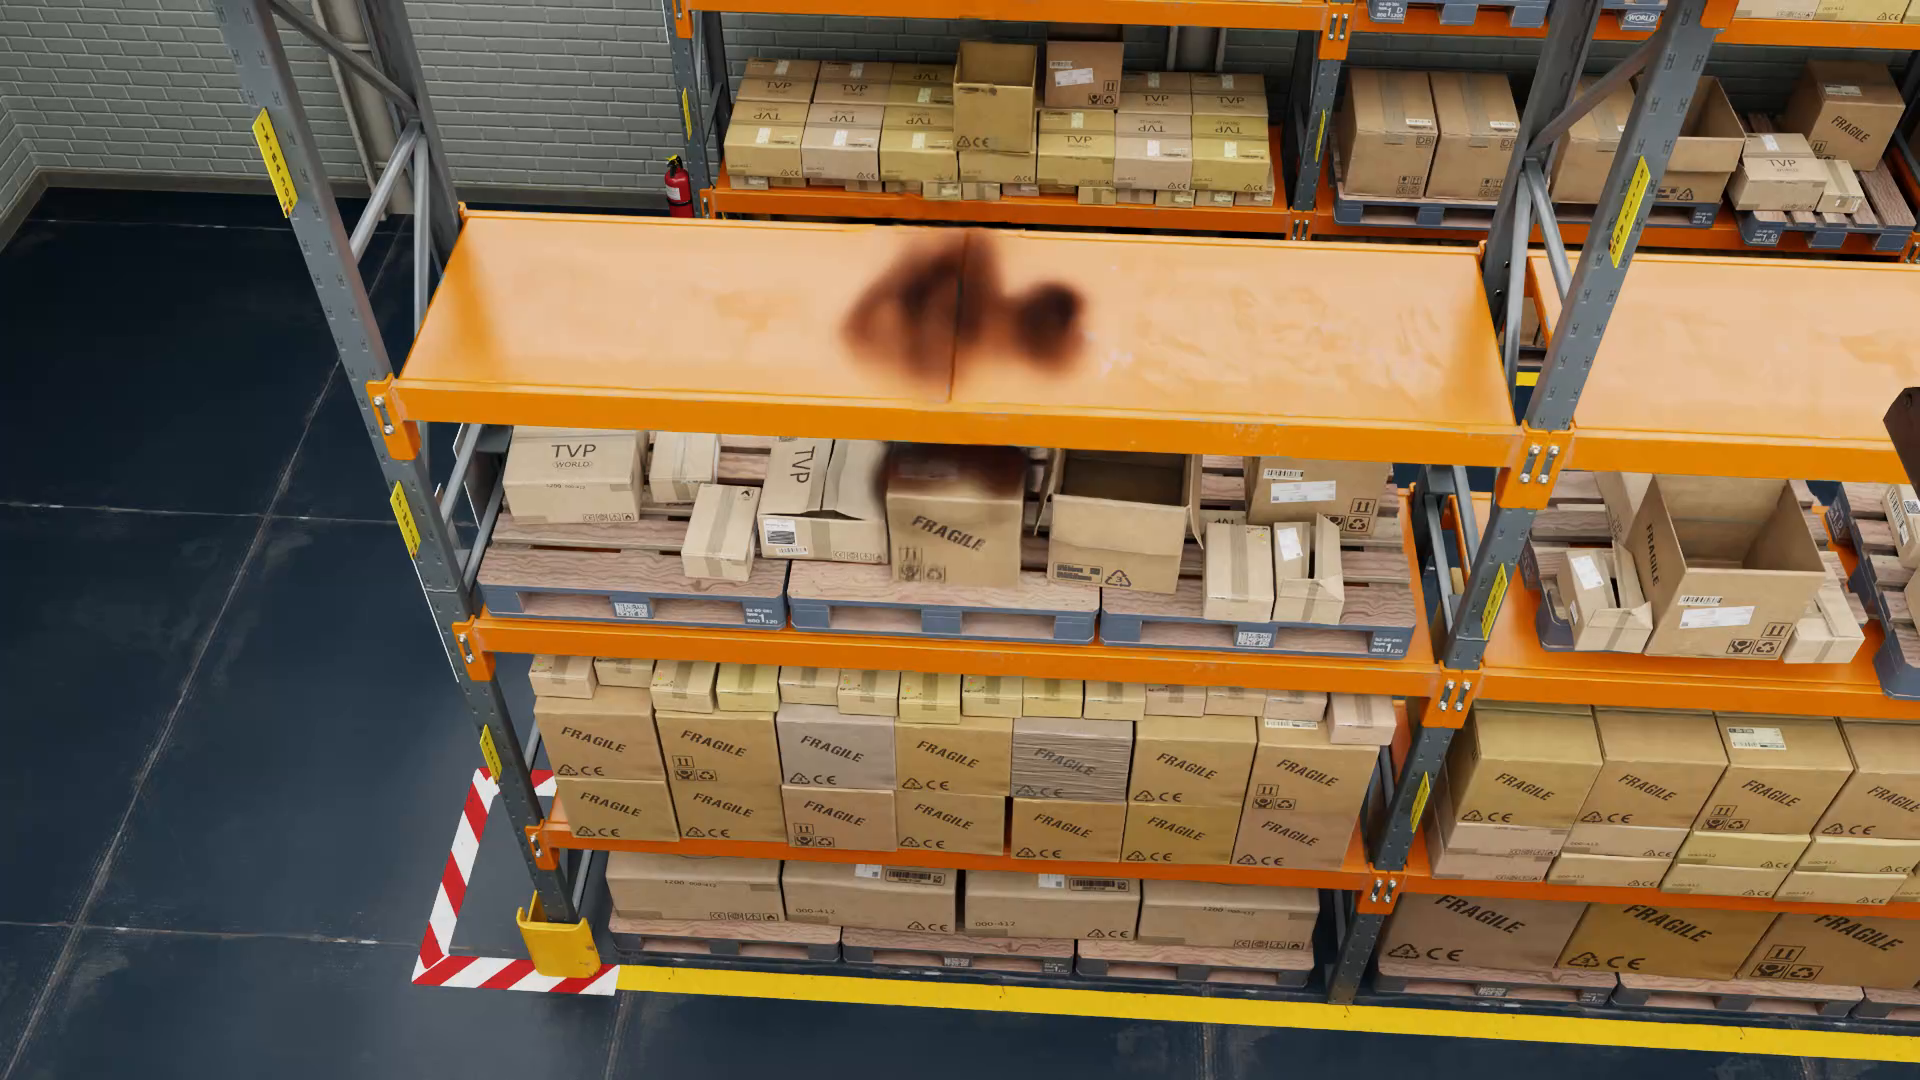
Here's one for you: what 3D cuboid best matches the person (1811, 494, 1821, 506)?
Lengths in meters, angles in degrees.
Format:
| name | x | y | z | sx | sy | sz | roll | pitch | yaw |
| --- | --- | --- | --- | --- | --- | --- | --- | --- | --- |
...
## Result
| name | x | y | z | sx | sy | sz | roll | pitch | yaw |
| --- | --- | --- | --- | --- | --- | --- | --- | --- | --- |
| person | 4.335 | 0.374 | 9.238 | 0.566 | 1.740 | 0.707 | 2 | 48 | 2 |
